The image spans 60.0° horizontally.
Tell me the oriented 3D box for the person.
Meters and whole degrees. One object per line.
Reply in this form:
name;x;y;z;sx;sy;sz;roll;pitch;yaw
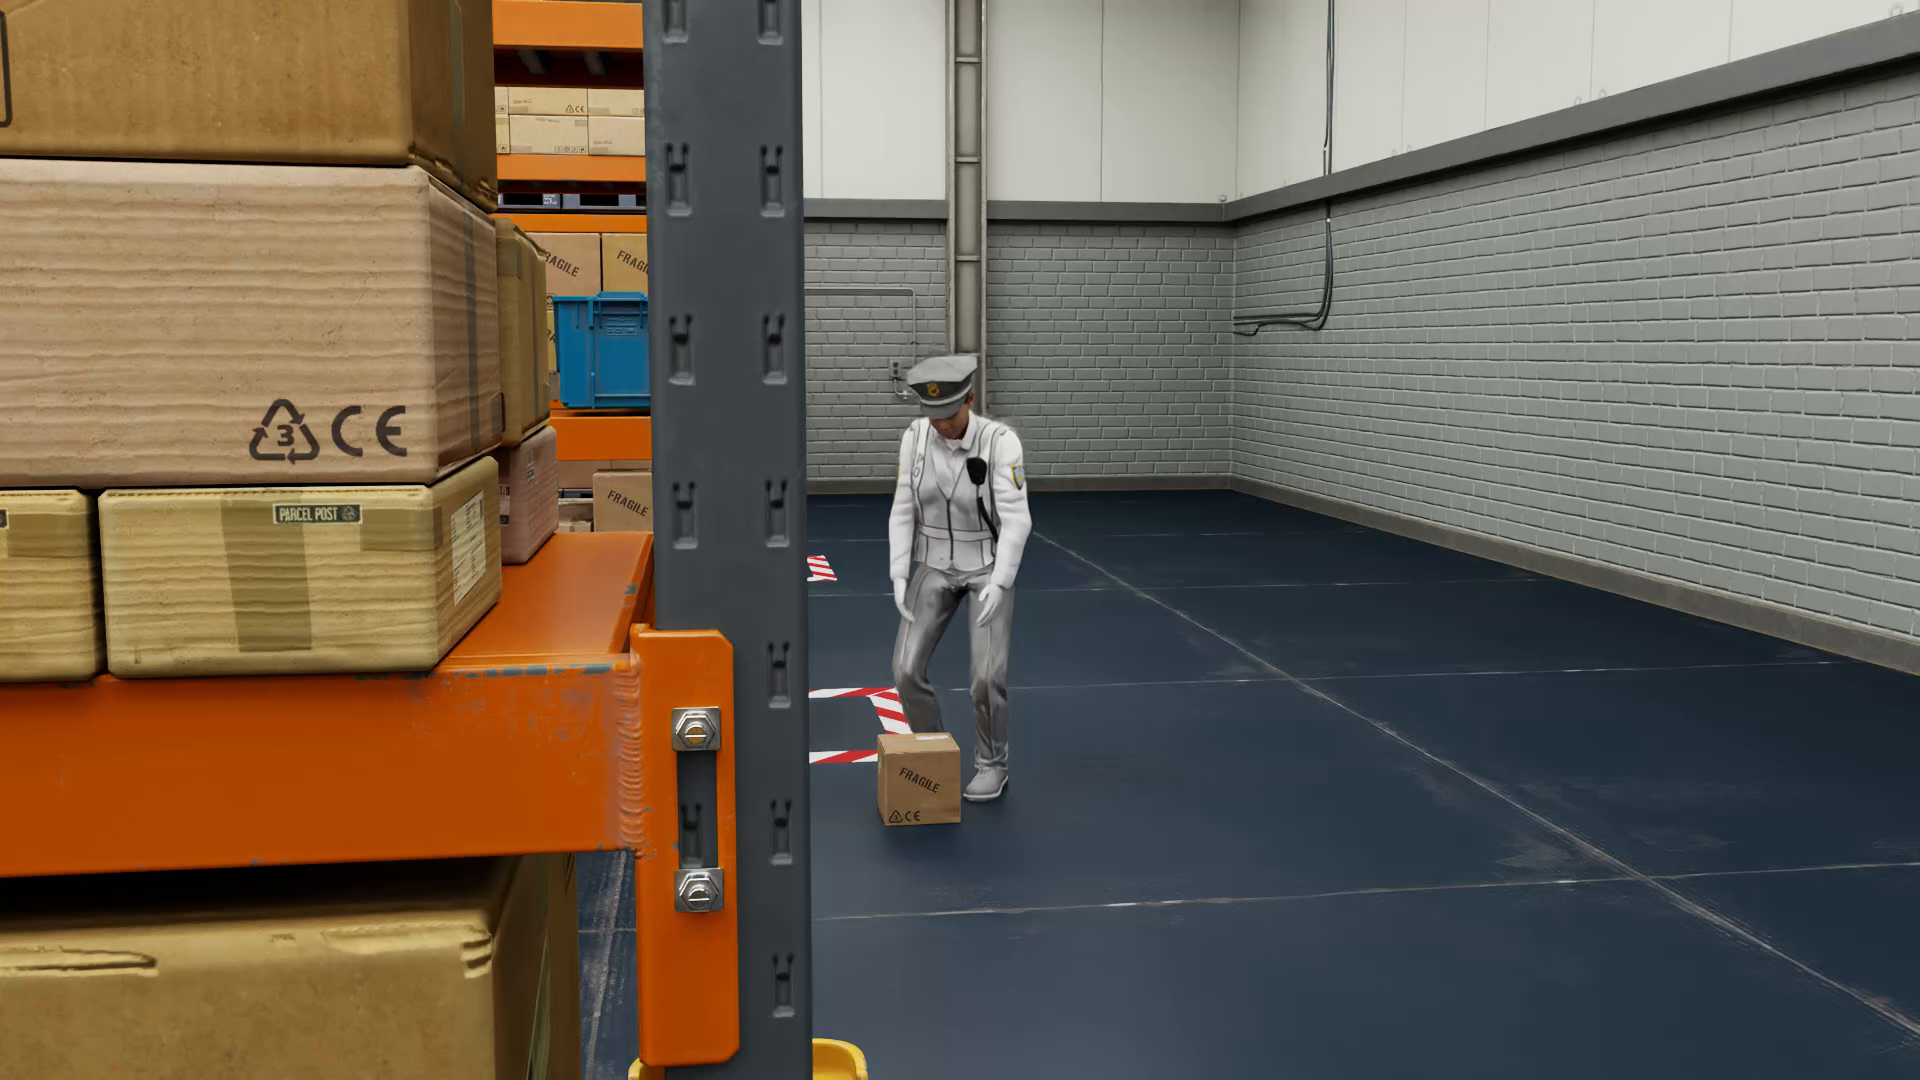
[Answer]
person;0.002;0.133;5.774;0.523;1.542;0.570;3;7;23
